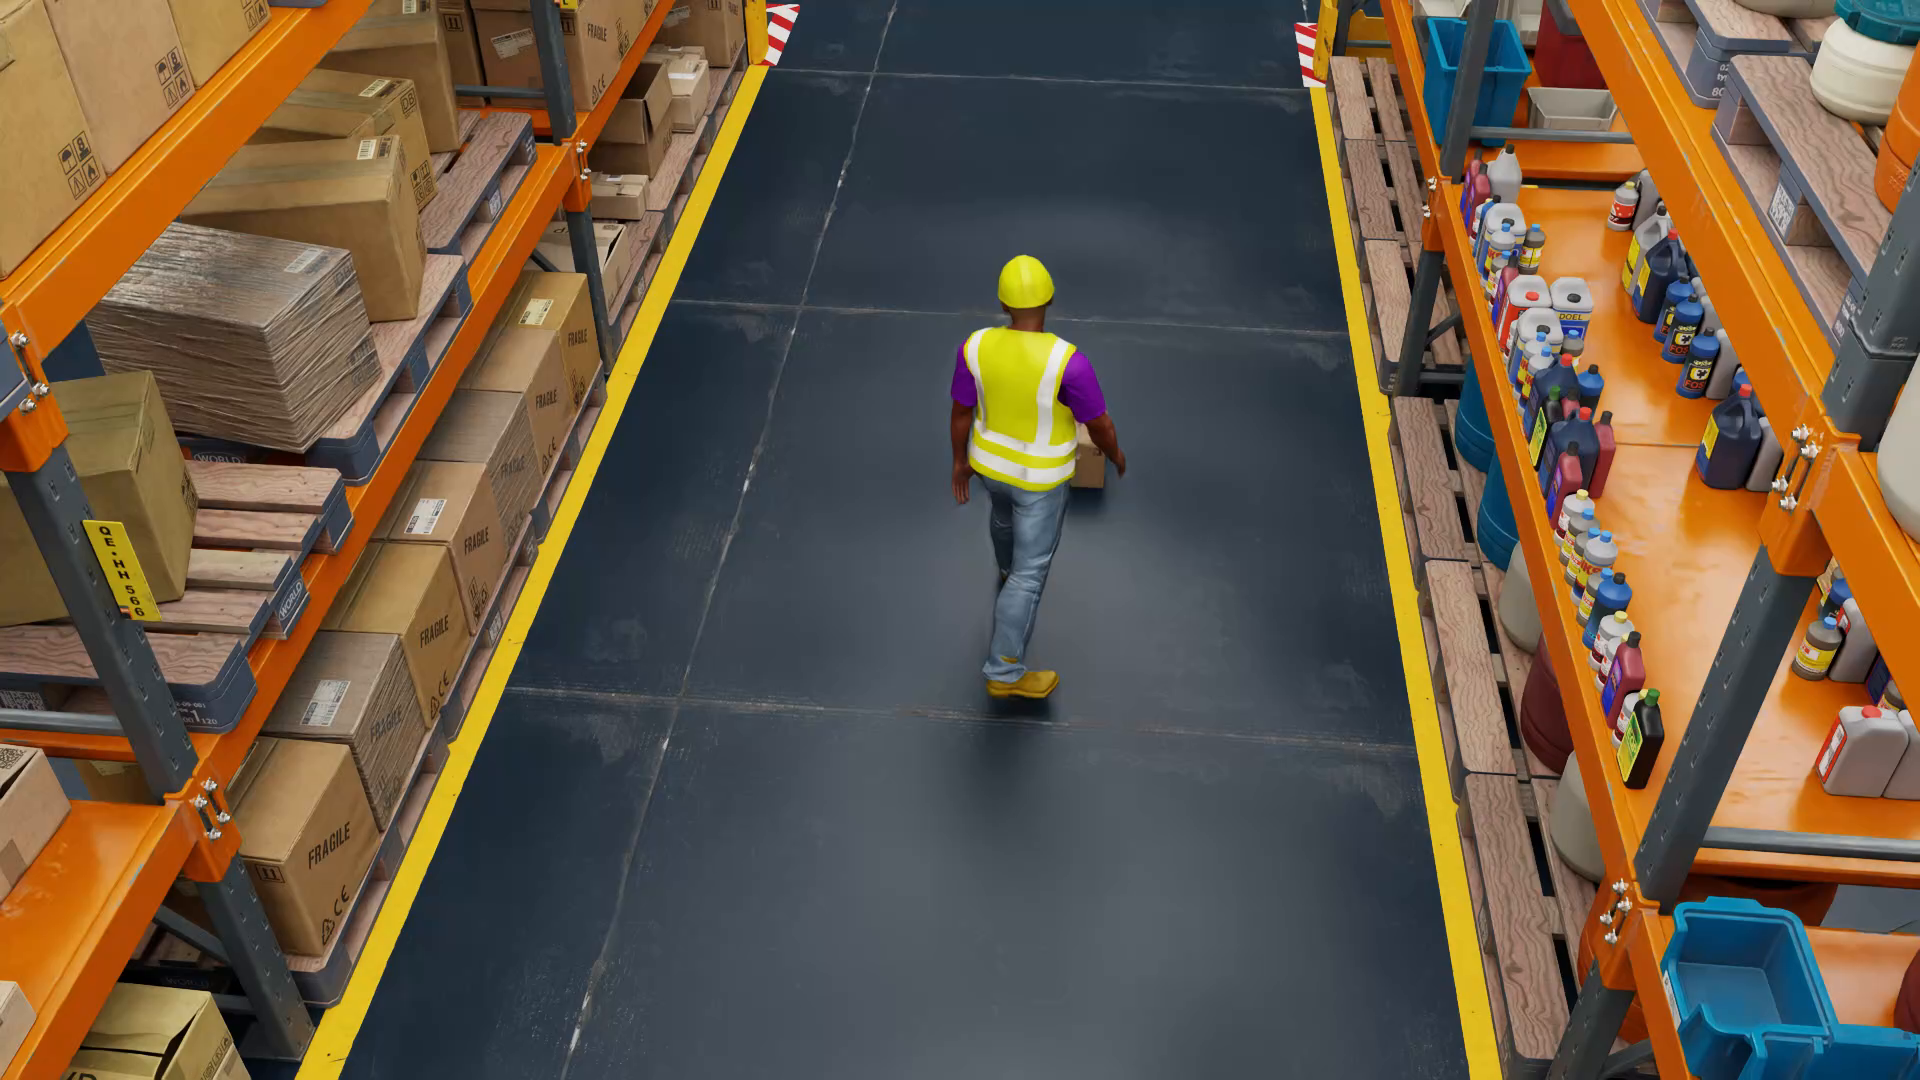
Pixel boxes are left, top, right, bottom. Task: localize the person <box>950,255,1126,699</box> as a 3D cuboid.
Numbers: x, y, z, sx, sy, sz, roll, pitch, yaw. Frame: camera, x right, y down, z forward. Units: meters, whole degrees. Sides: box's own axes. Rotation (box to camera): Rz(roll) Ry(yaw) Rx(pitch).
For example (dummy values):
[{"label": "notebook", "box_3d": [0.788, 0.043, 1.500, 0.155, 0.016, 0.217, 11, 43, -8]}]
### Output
[{"label": "person", "box_3d": [0.281, -0.289, 6.508, 0.650, 1.724, 1.007, 23, 45, 25]}]
